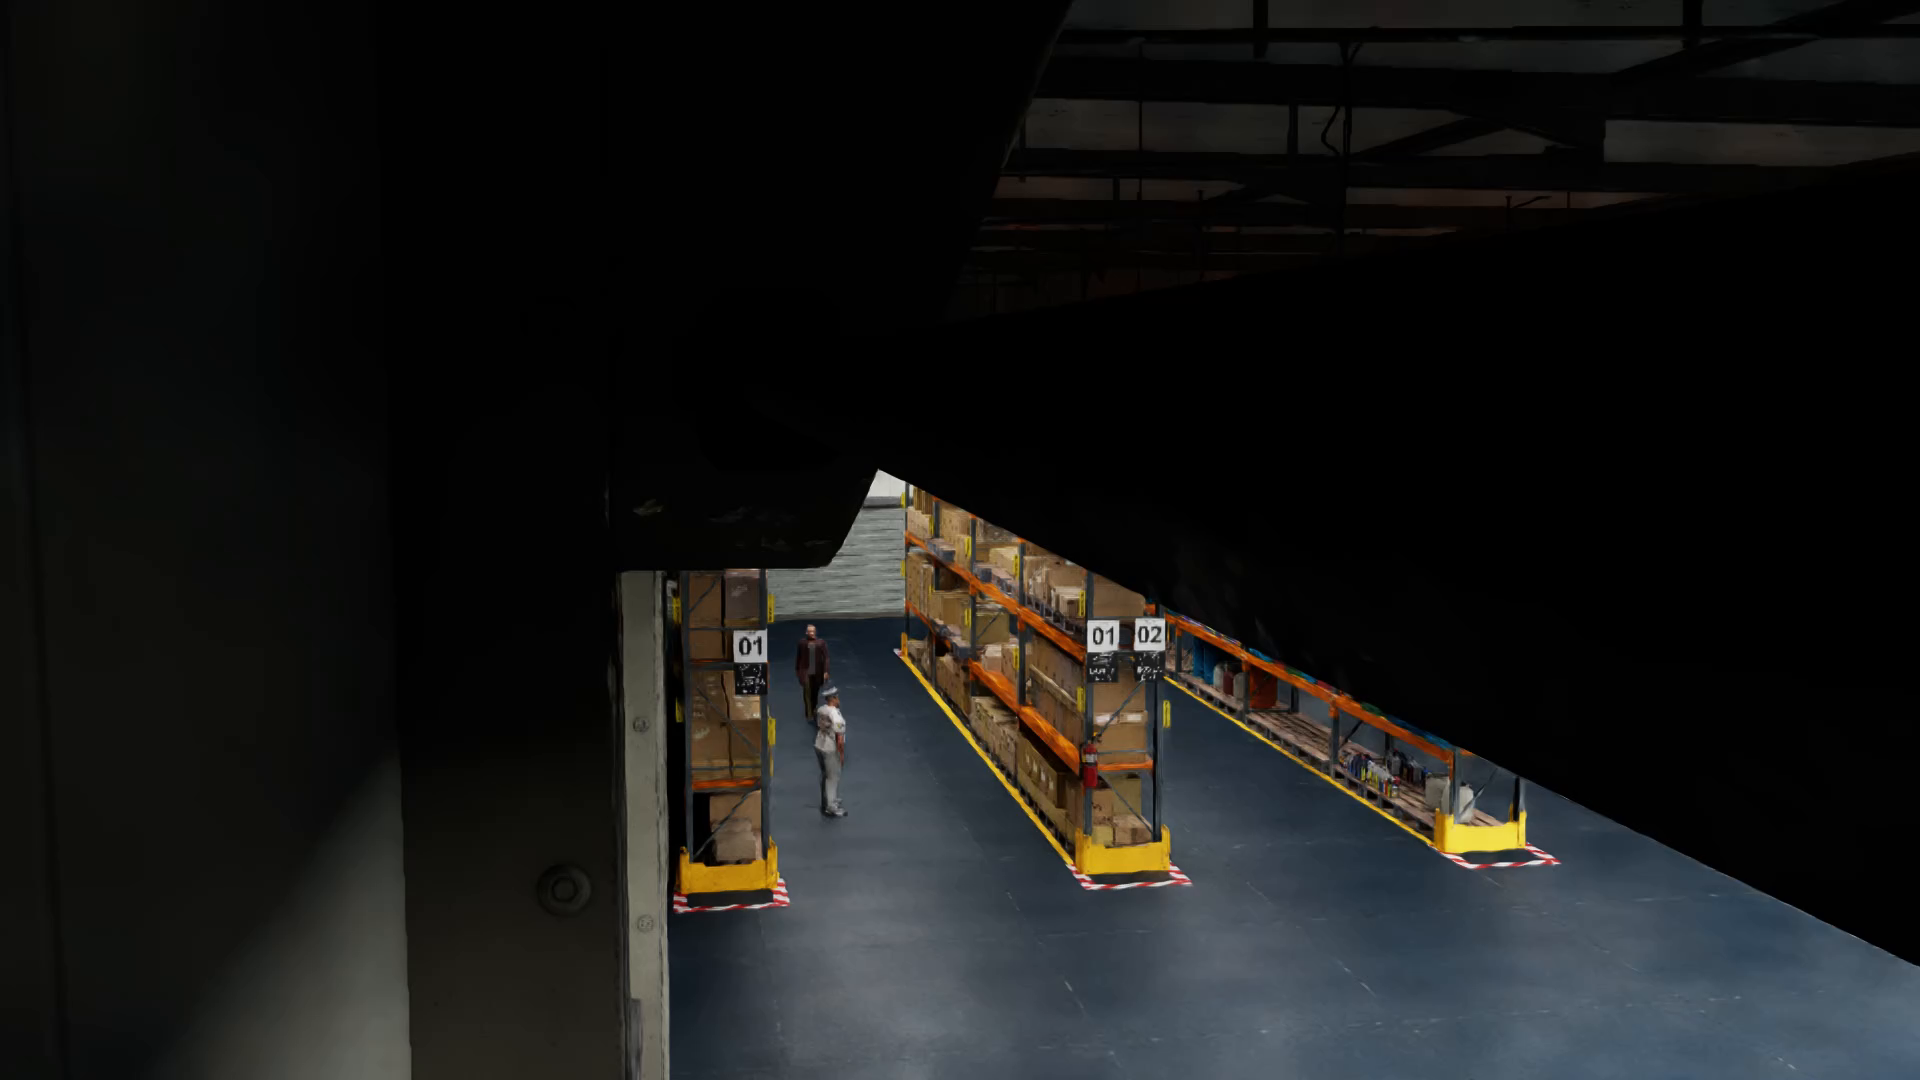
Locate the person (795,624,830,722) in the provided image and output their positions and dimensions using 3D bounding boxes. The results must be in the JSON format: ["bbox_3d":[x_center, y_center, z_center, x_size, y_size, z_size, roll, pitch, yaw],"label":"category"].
[{"bbox_3d":[-2.650,2.375,29.922,0.600,1.710,1.111,-1,6,-11],"label":"person"}]

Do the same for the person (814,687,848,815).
[{"bbox_3d":[-1.803,2.984,23.713,0.492,1.767,0.626,-4,7,-36],"label":"person"}]

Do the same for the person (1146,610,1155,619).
[{"bbox_3d":[4.685,1.180,41.420,0.539,1.717,0.708,5,8,39],"label":"person"}]
